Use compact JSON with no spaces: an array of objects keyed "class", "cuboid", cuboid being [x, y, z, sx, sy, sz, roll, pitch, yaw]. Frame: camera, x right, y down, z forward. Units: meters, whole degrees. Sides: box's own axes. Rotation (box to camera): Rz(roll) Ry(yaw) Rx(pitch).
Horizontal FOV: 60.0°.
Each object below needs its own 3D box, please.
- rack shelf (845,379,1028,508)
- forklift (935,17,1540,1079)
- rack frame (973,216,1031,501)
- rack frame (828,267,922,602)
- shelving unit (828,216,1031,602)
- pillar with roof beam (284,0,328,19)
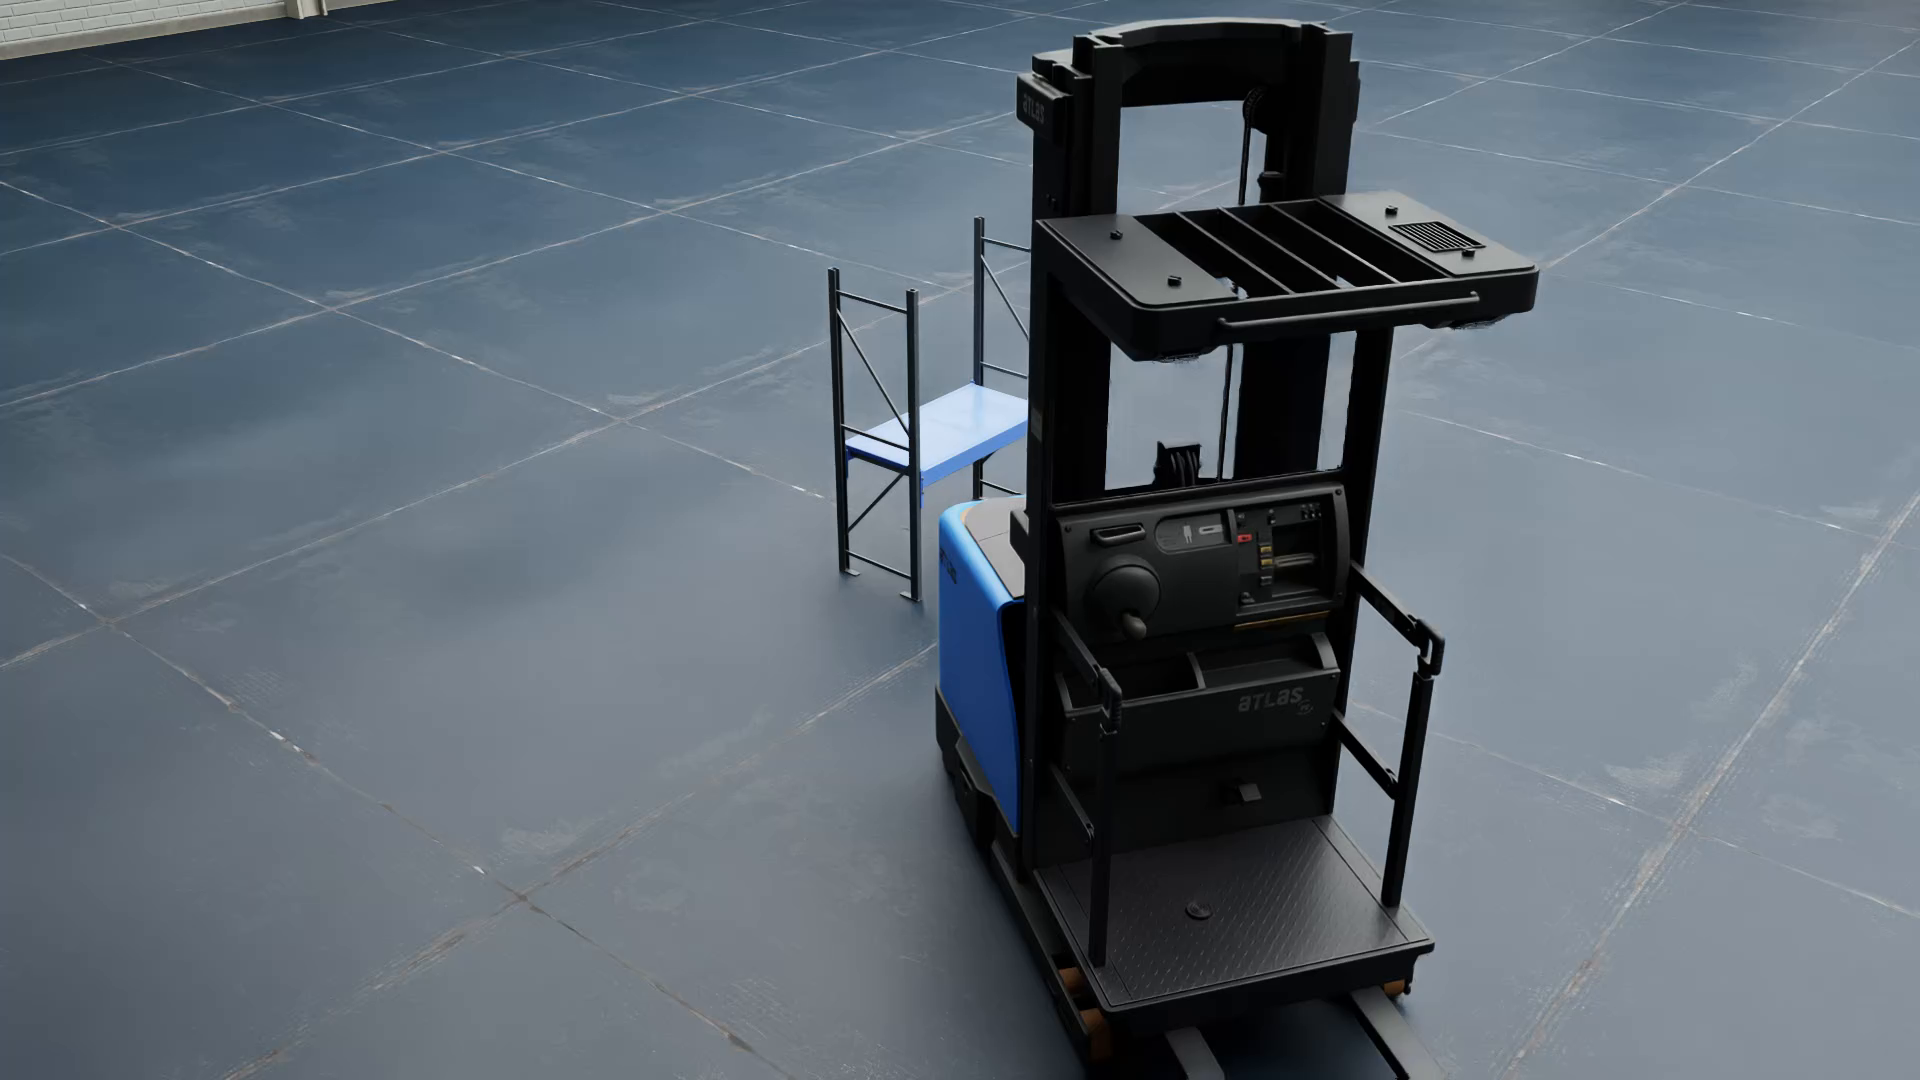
[{"class":"rack shelf","cuboid":[-0.054,-0.476,7.930,0.538,0.185,1.000,21,34,34]},{"class":"forklift","cuboid":[0.810,0.107,4.853,1.130,2.935,3.031,-8,28,-15]},{"class":"rack frame","cuboid":[0.269,-0.816,8.195,0.500,1.500,0.032,21,34,34]},{"class":"rack frame","cuboid":[-0.378,-0.456,7.499,0.500,1.500,0.032,21,34,34]},{"class":"shelving unit","cuboid":[-0.054,-0.636,7.847,0.538,1.500,1.048,21,34,34]},{"class":"pillar with roof beam","cuboid":[-4.974,-9.405,16.637,9.100,9.000,0.400,21,34,34]}]
